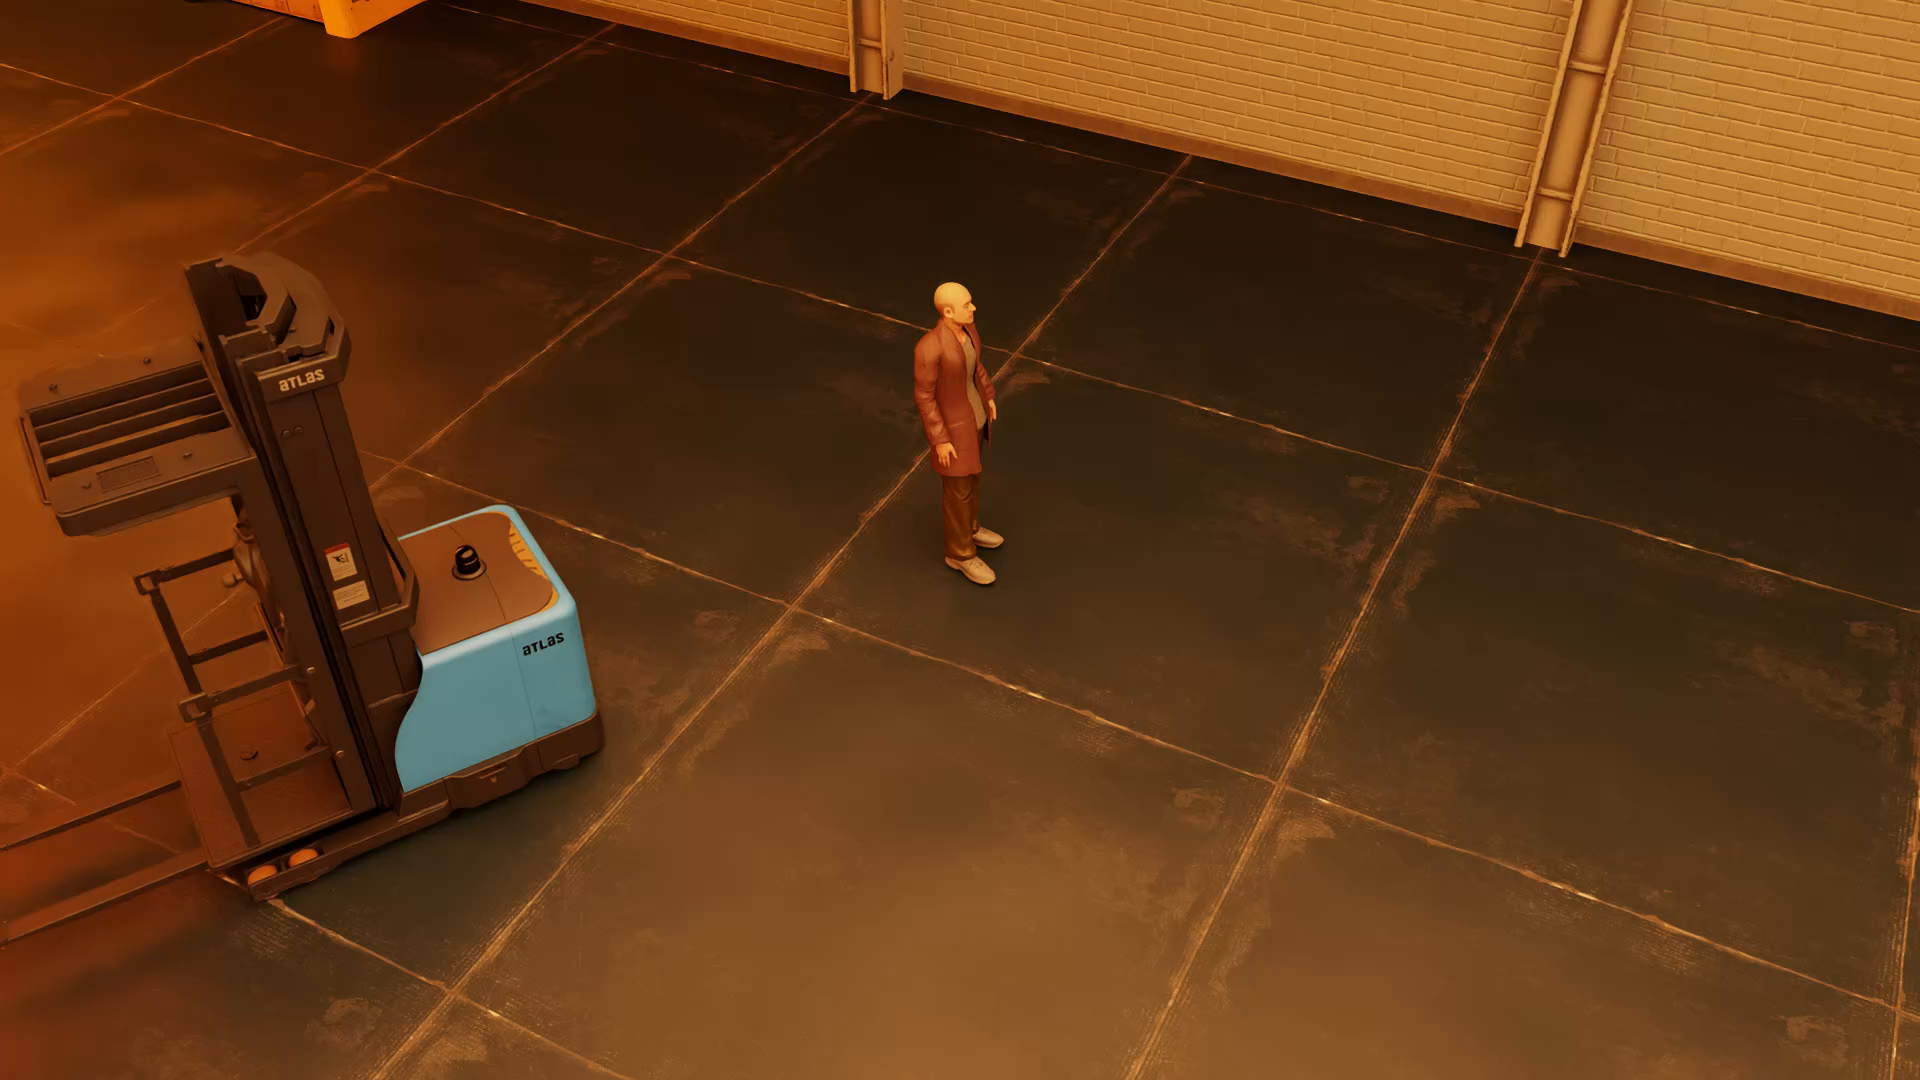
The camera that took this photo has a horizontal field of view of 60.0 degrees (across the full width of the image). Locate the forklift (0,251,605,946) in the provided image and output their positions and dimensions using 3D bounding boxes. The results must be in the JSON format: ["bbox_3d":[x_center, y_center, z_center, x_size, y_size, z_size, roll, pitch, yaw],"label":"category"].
[{"bbox_3d":[-3.421,0.249,7.690,3.031,2.935,1.130,-22,45,-24],"label":"forklift"}]

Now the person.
[{"bbox_3d":[0.080,-0.656,9.649,0.579,1.777,0.698,18,43,21],"label":"person"}]
